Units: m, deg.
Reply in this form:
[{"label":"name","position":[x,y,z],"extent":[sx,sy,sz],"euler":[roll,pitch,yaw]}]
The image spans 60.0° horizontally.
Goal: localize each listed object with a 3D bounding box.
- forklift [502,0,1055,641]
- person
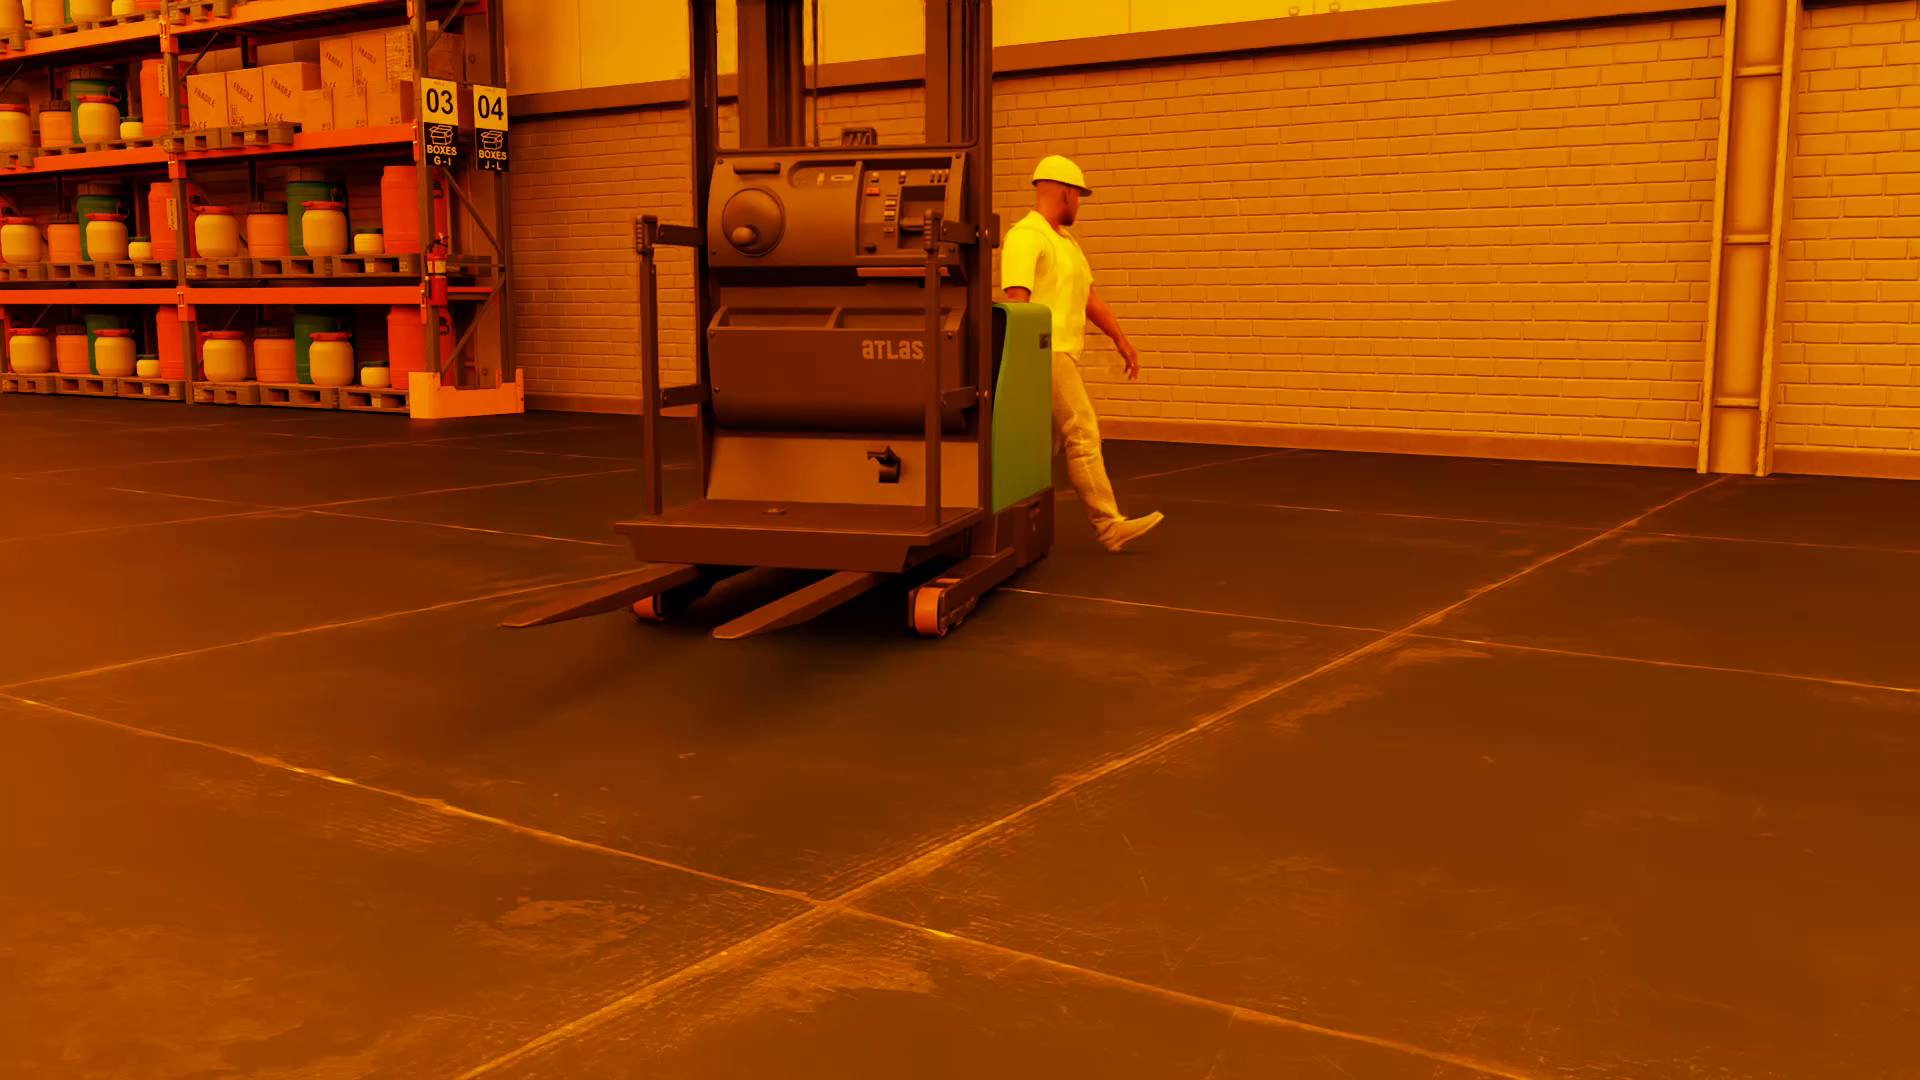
[{"label":"forklift","position":[-0.492,-1.197,5.610],"extent":[1.130,2.935,3.031],"euler":[2,8,15]},{"label":"person","position":[0.471,-0.803,7.229],"extent":[0.910,1.716,0.737],"euler":[2,8,16]}]
